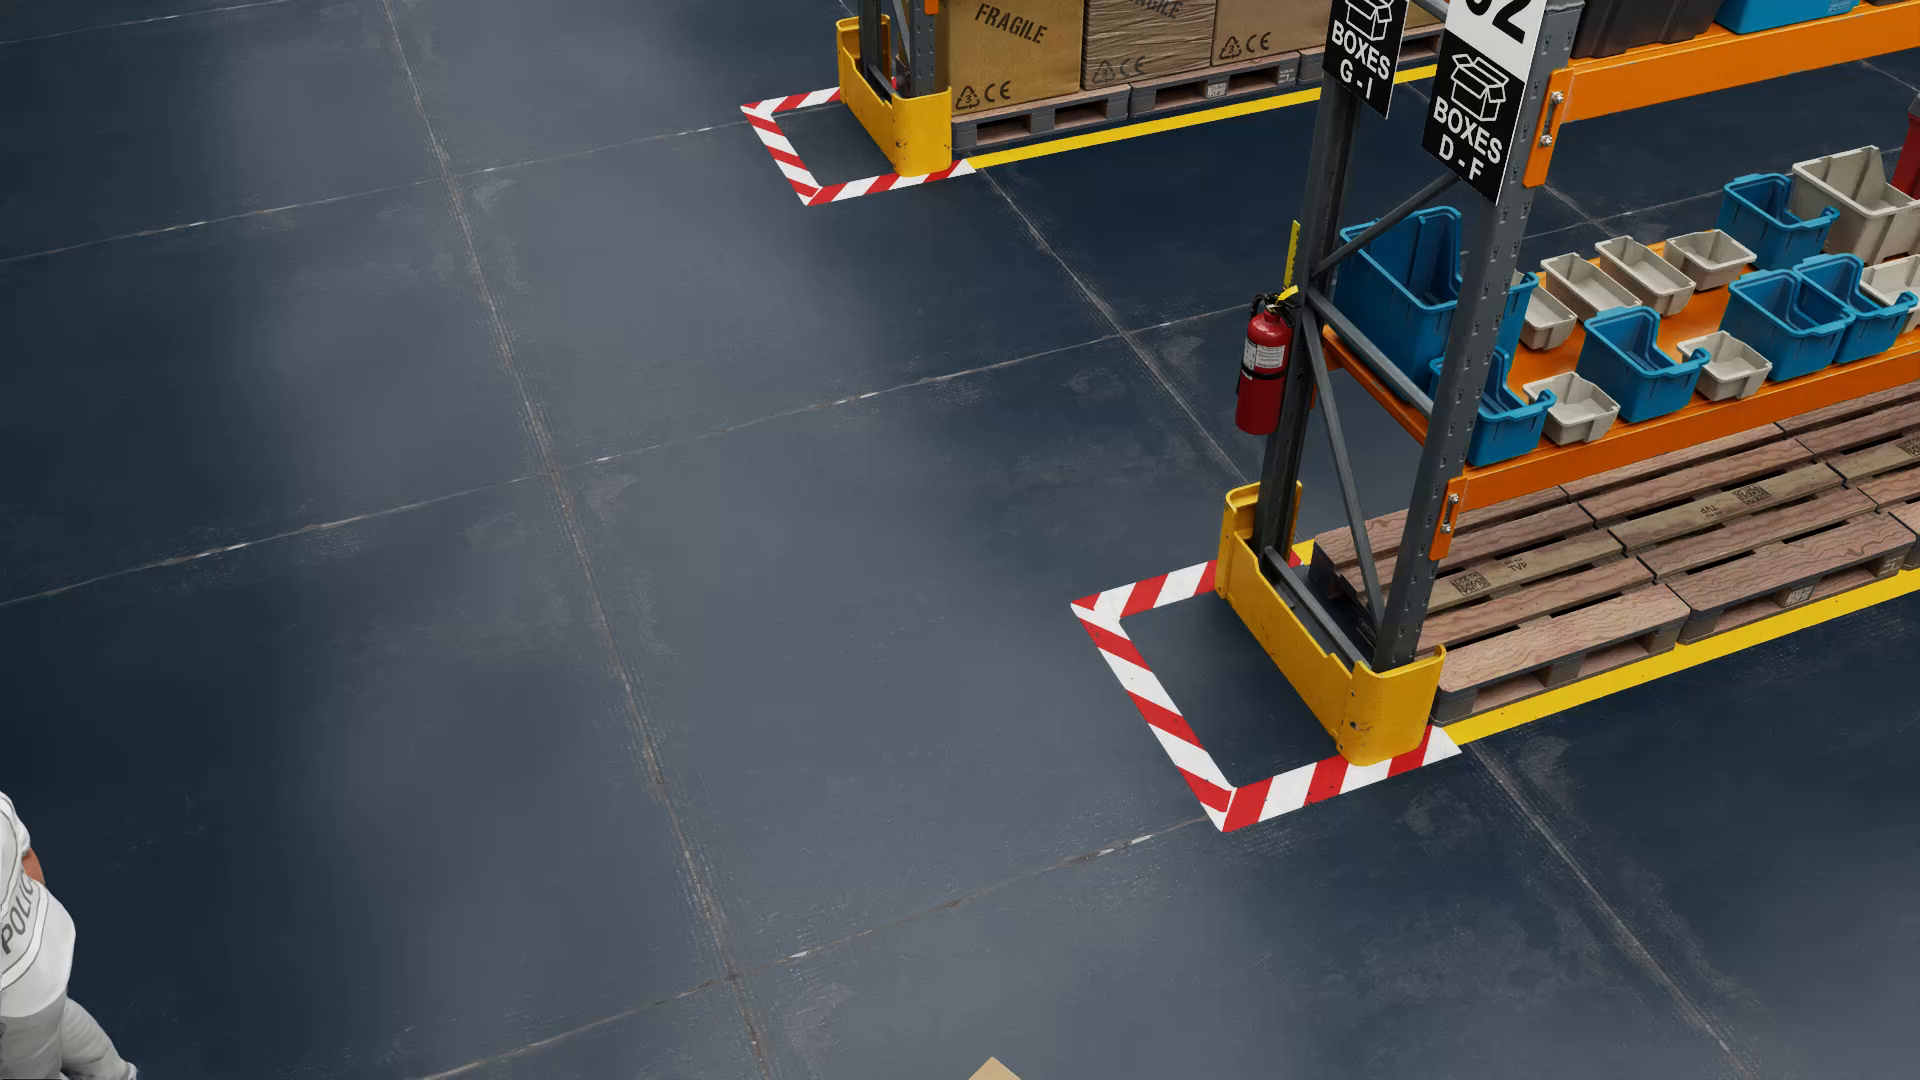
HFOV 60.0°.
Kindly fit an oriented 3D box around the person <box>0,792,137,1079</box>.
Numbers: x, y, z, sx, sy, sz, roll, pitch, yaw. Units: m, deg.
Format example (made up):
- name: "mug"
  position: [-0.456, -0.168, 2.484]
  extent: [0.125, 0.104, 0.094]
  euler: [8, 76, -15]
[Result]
- name: "person"
  position: [-2.773, 1.278, 4.724]
  extent: [0.513, 1.829, 0.558]
  euler: [-10, 42, -11]
